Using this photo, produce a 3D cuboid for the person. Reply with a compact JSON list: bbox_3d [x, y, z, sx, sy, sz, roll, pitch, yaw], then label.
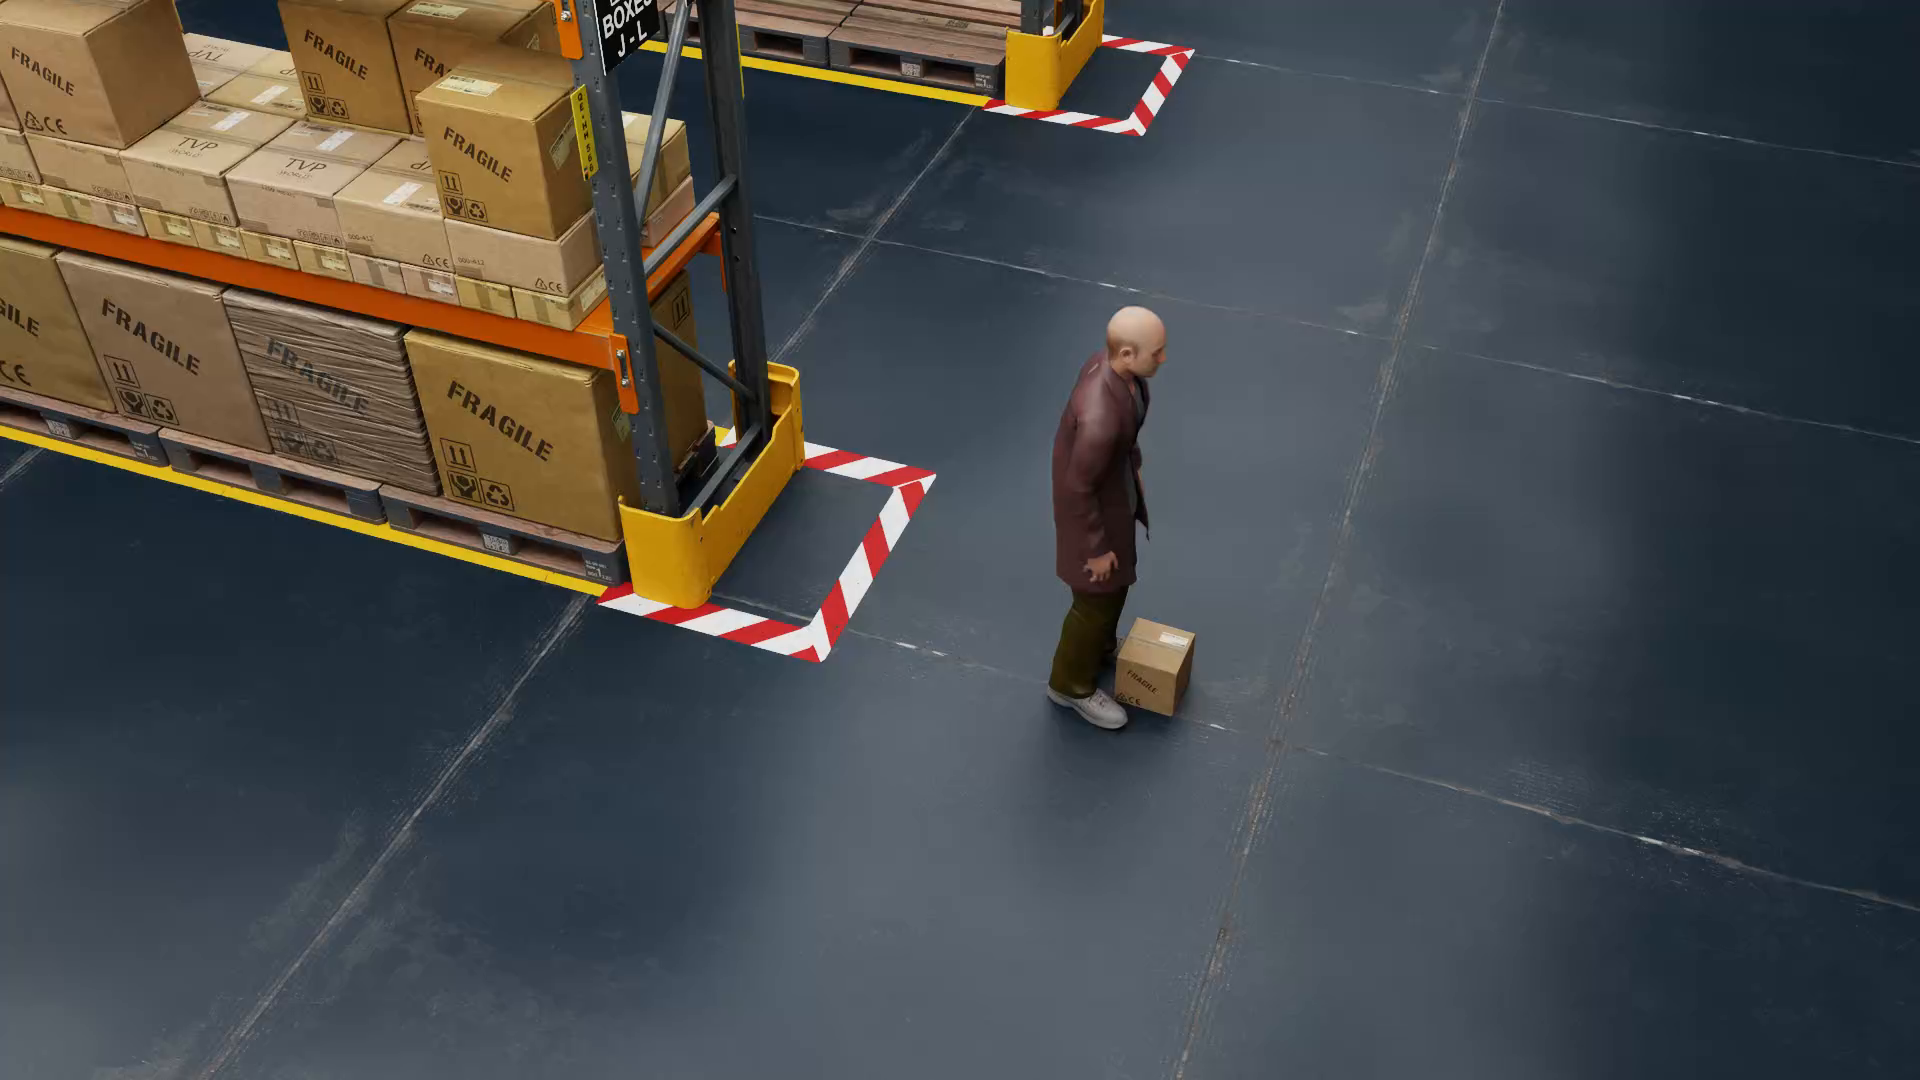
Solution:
[{"bbox_3d":[0.555,-0.118,6.306,0.415,1.774,0.655,12,42,14],"label":"person"}]
